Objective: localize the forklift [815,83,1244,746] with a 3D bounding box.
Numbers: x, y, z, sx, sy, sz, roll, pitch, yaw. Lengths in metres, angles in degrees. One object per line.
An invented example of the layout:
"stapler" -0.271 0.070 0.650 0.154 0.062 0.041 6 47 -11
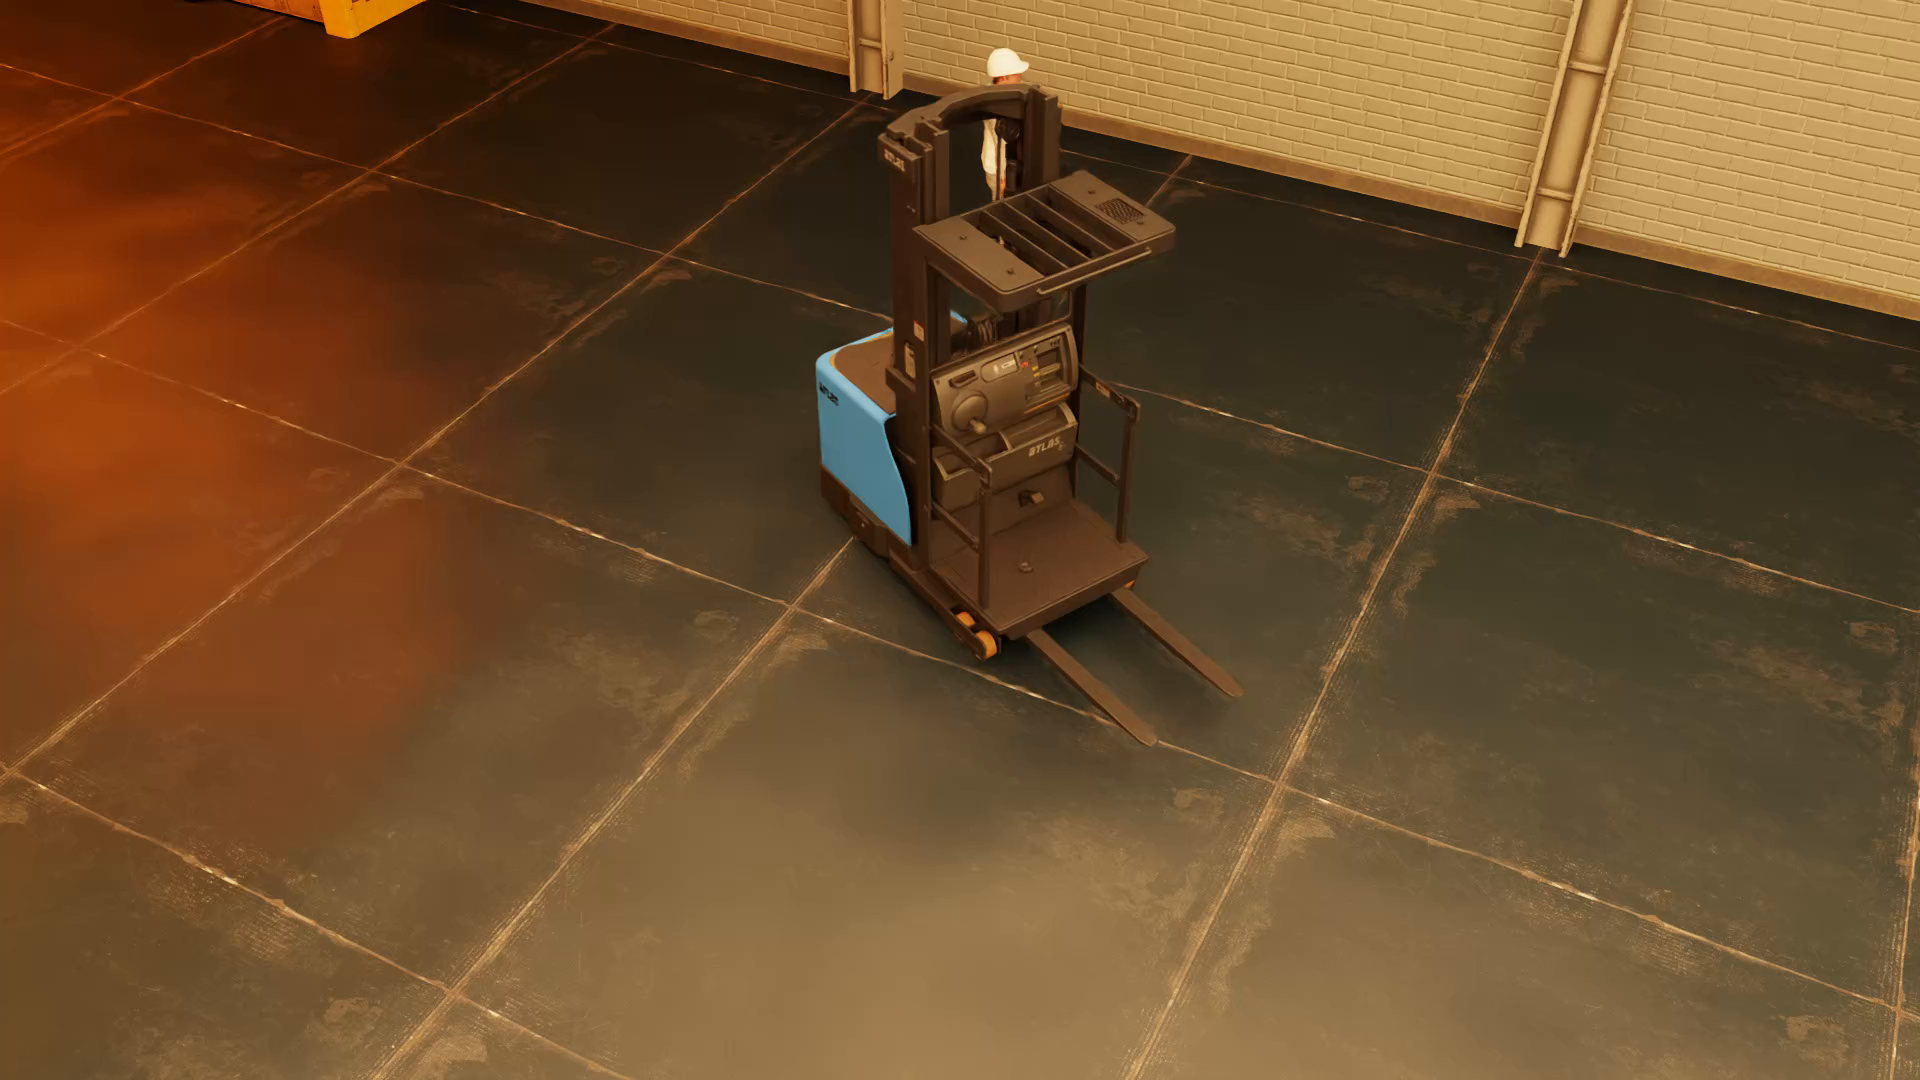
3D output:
"forklift" 0.380 -0.798 8.934 1.130 2.935 3.031 -25 46 -26

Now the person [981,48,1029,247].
"person" 0.341 -2.730 12.128 0.365 1.777 0.538 -2 40 -3
